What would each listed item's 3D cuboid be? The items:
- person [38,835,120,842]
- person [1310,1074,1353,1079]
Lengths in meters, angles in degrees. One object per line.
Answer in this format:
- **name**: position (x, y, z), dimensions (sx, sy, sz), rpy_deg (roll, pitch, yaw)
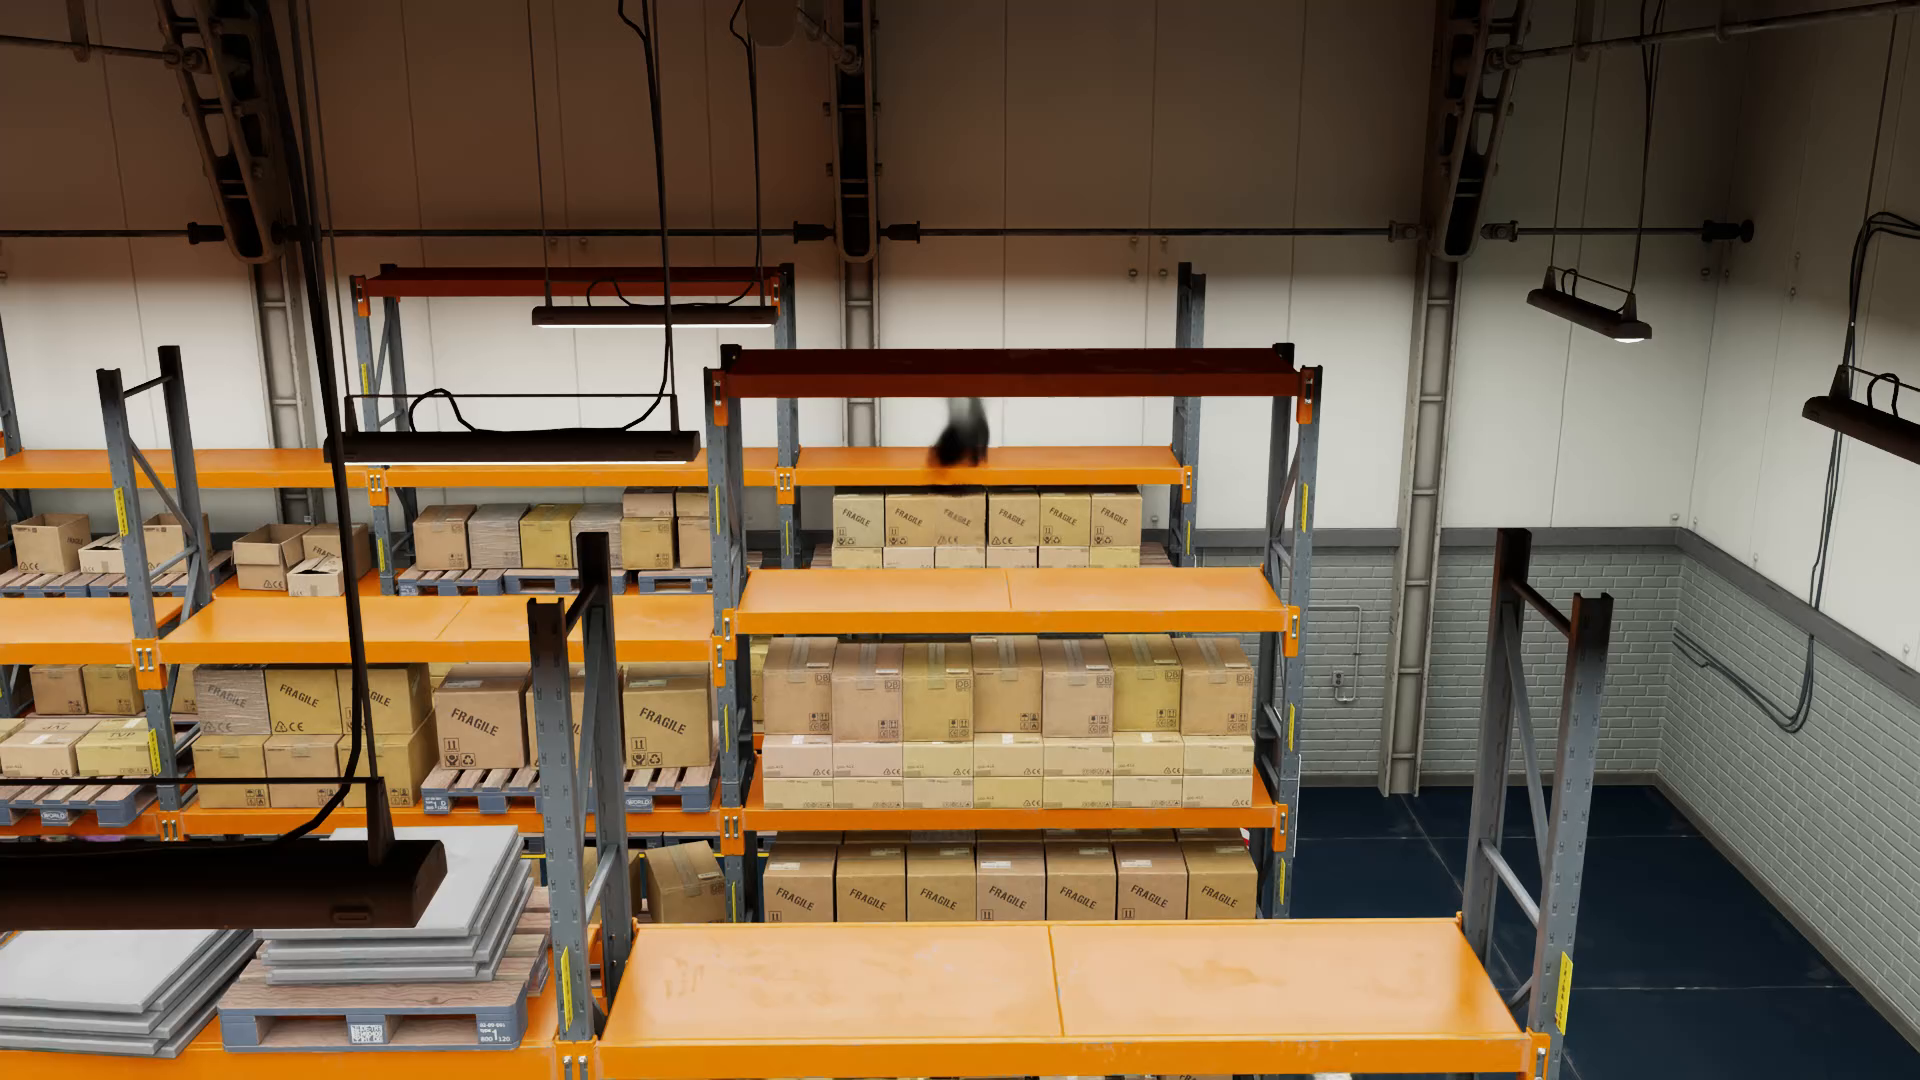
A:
- **person**: position (-8.336, 2.970, 15.931), dimensions (0.909, 1.345, 0.531), rpy_deg (0, 16, 1)
- **person**: position (2.718, 4.152, 11.662), dimensions (0.756, 1.480, 0.644), rpy_deg (-4, 17, -14)
